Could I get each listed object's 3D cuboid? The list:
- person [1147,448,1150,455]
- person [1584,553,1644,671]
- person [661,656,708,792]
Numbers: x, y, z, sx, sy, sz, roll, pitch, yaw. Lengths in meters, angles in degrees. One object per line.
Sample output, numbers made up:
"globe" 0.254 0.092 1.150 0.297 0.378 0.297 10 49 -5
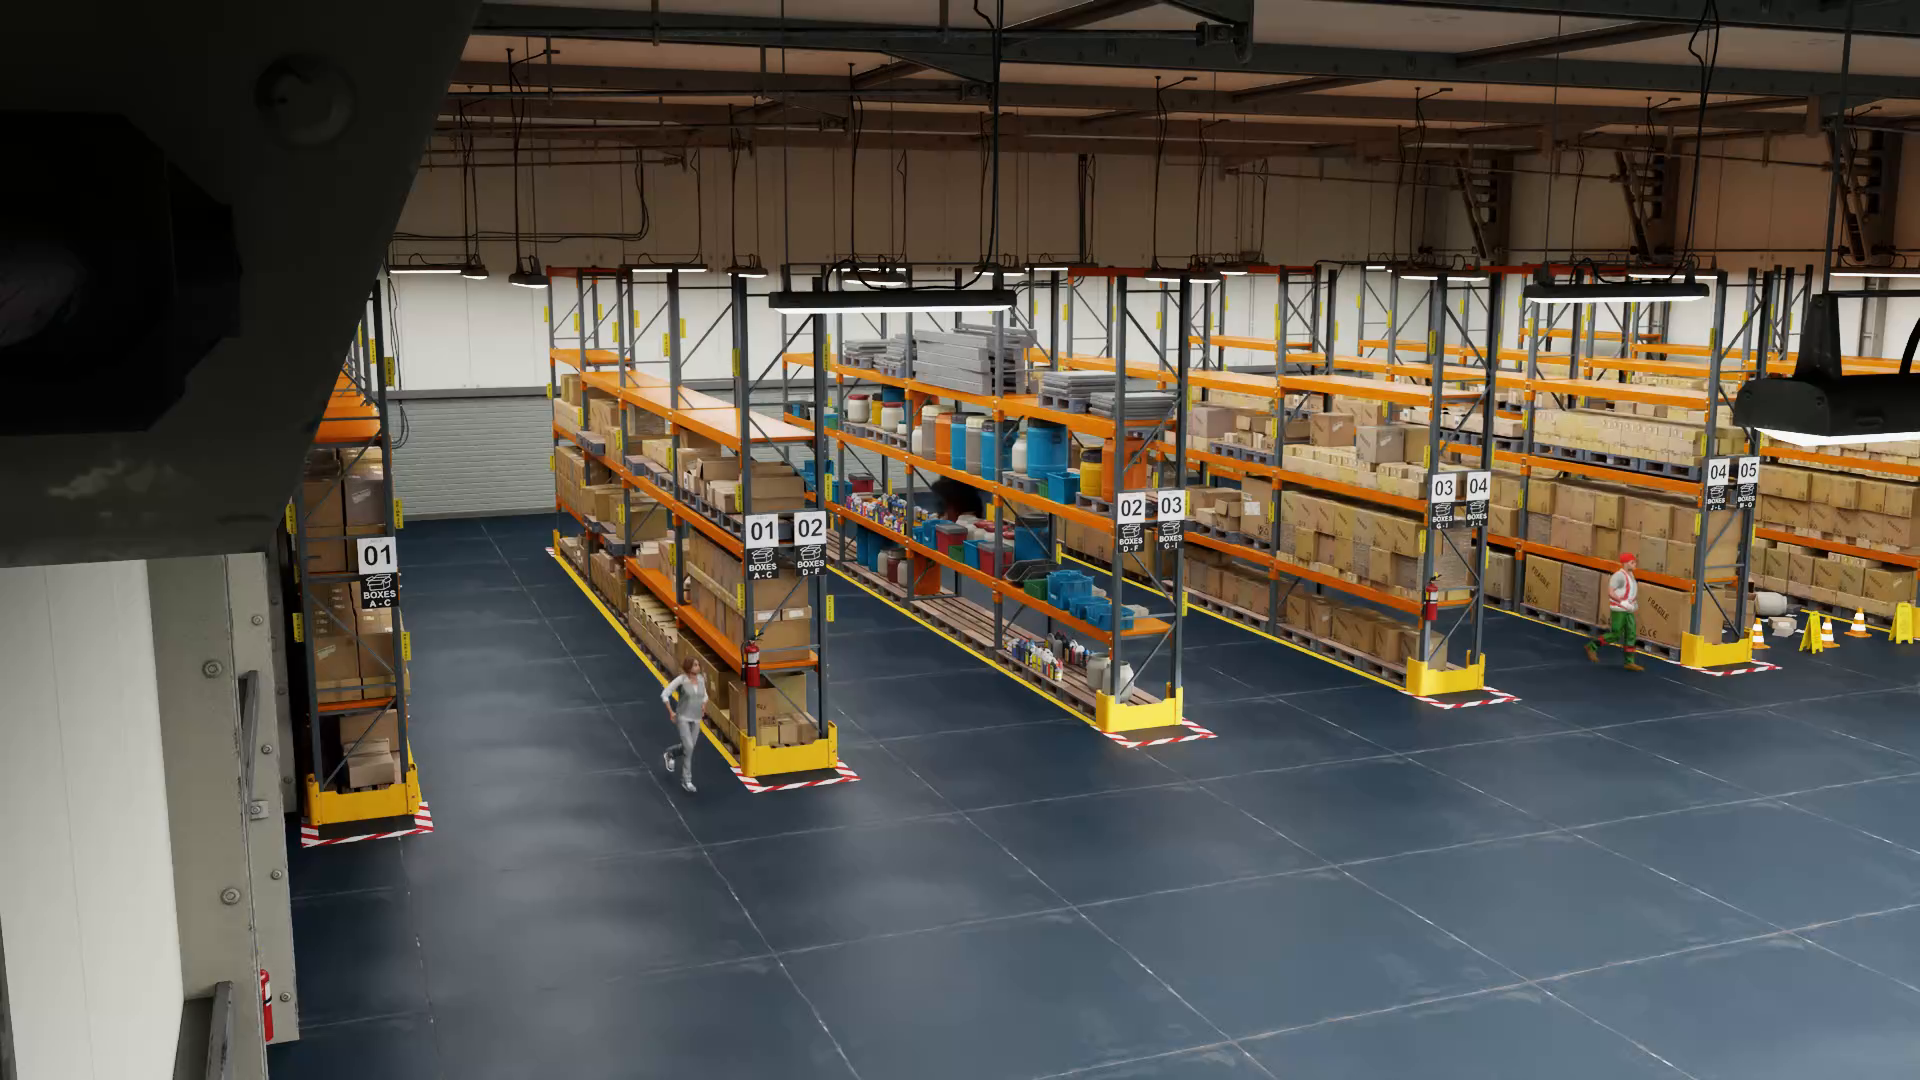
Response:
"person" 4.353 -1.352 39.484 0.745 1.745 0.816 1 10 7
"person" 10.088 1.065 25.387 0.706 1.773 0.901 -9 14 -43
"person" -3.277 2.156 19.890 0.579 1.585 0.747 -9 13 -41
